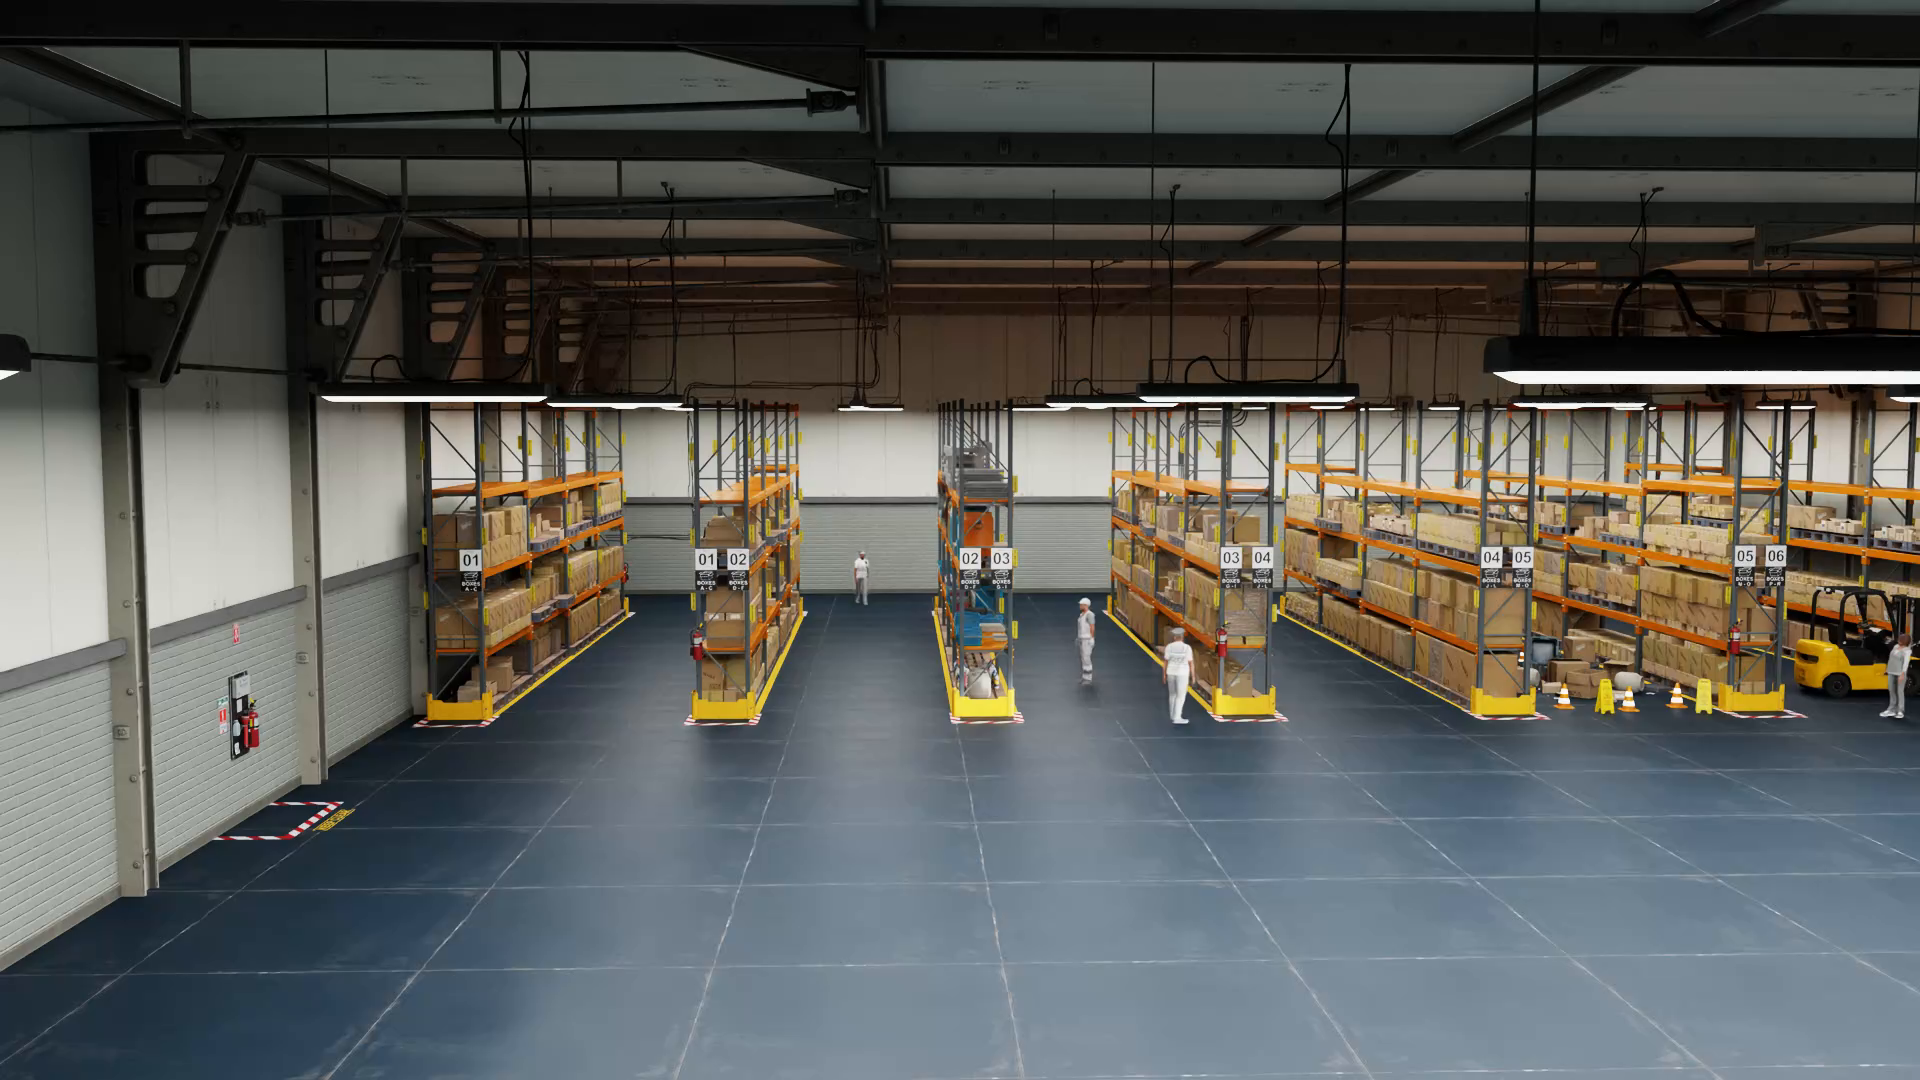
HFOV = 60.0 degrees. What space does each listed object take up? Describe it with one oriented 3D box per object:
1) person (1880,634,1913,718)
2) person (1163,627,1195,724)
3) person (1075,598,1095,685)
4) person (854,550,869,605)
[{"bbox_3d":[17.622,2.549,31.327,0.354,1.600,0.508,-2,5,-23],"label":"person"},{"bbox_3d":[4.097,2.501,30.832,0.589,1.759,0.578,4,6,40],"label":"person"},{"bbox_3d":[2.657,2.149,35.386,0.377,1.822,0.643,-1,5,-18],"label":"person"},{"bbox_3d":[-2.942,1.117,49.695,0.459,1.645,0.984,-1,4,-10],"label":"person"}]
